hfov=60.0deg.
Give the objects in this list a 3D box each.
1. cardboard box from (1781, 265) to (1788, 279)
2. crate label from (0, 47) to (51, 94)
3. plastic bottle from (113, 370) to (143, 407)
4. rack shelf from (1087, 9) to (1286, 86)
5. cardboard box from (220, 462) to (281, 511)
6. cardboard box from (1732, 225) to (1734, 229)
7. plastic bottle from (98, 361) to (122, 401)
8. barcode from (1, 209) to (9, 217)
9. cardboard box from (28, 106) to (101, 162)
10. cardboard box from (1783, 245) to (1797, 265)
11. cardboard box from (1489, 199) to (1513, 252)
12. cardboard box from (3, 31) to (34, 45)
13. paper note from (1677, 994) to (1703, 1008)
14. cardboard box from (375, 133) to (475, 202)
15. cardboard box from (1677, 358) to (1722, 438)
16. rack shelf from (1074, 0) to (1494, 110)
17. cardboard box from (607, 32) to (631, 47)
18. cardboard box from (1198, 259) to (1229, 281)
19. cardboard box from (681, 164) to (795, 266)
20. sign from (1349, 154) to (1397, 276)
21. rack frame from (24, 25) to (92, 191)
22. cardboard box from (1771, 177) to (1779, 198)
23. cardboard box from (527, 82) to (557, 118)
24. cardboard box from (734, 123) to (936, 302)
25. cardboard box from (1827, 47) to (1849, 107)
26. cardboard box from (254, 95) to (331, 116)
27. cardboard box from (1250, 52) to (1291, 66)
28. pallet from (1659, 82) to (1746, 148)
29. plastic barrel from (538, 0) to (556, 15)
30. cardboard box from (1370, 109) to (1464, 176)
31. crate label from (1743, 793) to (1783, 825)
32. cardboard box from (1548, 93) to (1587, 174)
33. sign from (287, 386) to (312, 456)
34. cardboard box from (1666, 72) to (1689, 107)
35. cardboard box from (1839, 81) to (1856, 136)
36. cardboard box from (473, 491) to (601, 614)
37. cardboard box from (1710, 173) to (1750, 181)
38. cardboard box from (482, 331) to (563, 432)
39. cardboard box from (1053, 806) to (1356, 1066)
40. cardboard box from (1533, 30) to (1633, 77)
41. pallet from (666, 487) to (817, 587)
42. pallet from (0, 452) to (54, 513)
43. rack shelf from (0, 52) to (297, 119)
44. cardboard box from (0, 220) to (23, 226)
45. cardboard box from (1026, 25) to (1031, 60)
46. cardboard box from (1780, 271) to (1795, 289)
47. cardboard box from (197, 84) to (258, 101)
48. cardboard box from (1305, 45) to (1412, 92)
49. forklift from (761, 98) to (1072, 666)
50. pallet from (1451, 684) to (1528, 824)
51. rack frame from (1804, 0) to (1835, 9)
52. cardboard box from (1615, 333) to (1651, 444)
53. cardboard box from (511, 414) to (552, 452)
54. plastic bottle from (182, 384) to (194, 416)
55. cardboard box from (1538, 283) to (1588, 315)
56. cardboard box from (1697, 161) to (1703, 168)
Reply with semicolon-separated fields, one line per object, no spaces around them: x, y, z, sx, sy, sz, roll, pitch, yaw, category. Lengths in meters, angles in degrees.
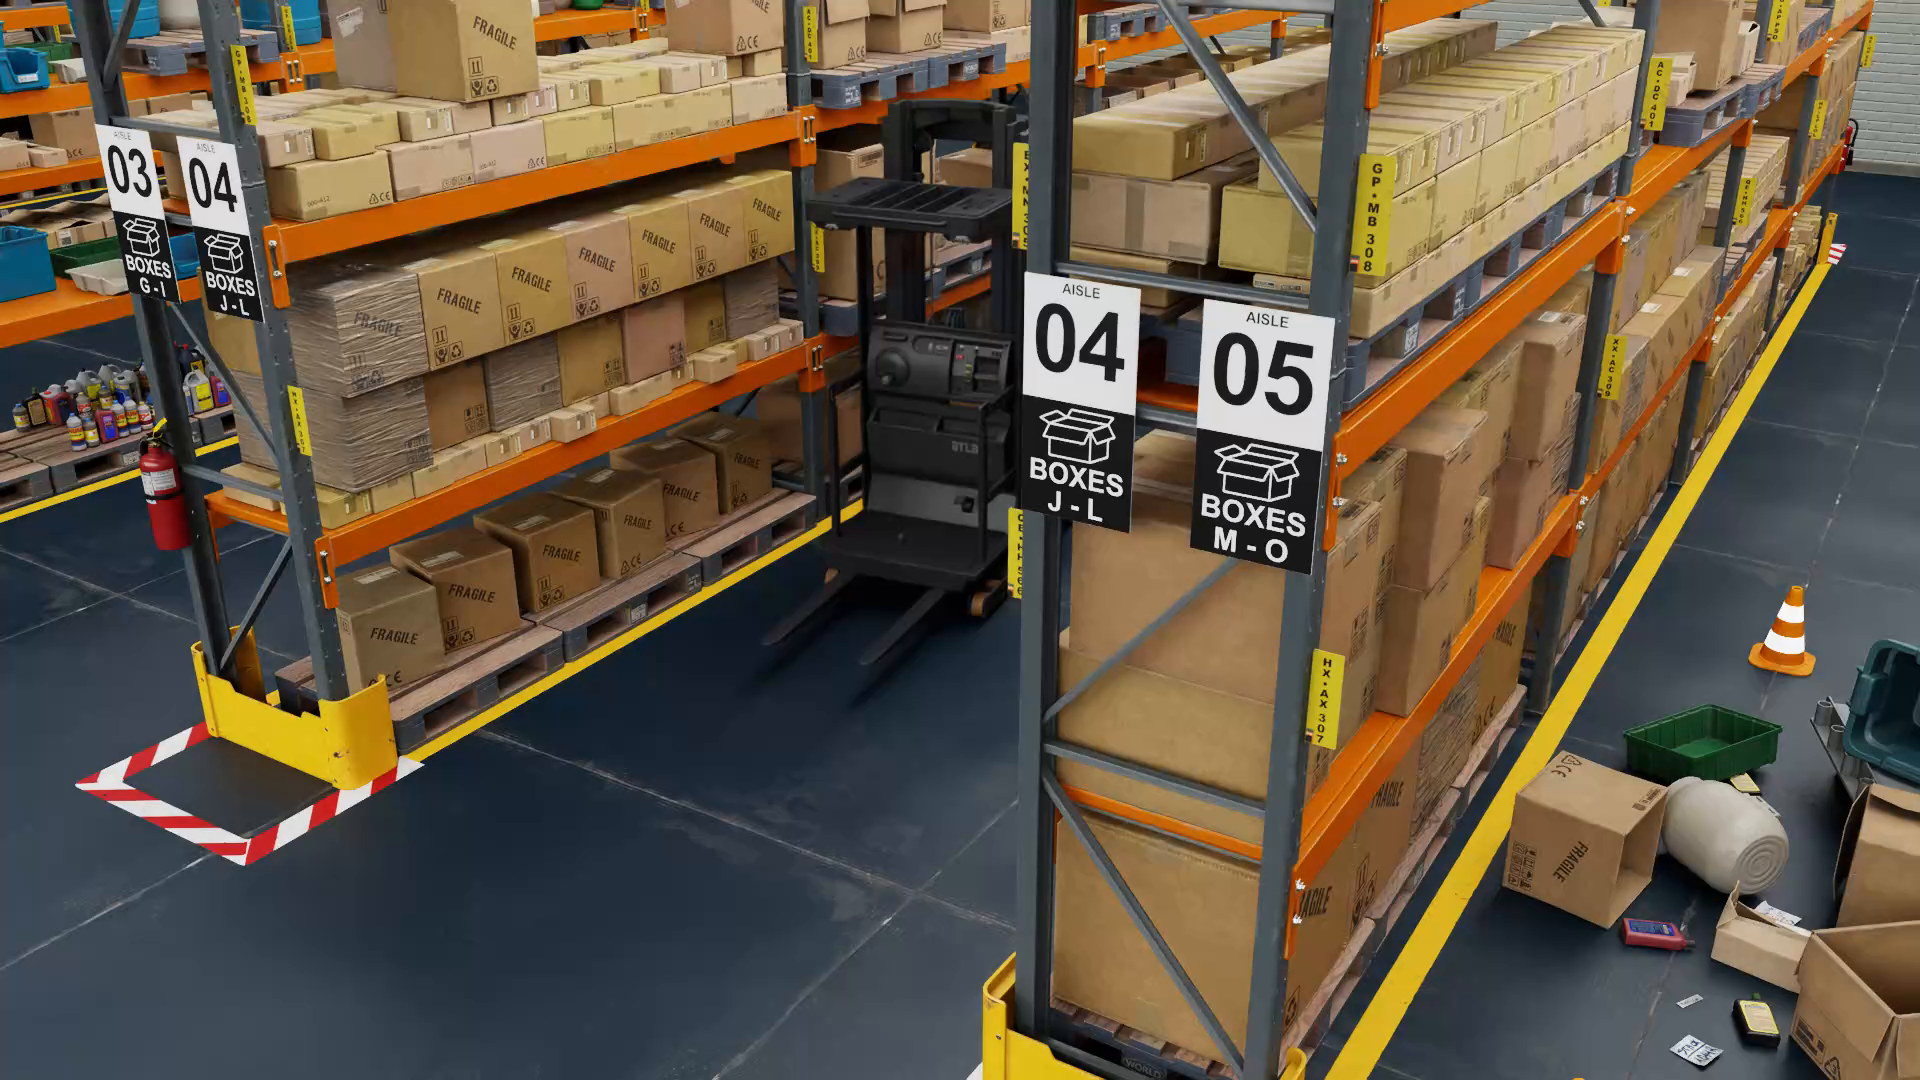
7.918;-2.690;16.373;0.380;0.149;0.250;15;28;31;cardboard box
-6.440;-3.173;11.216;0.502;0.251;0.408;14;27;29;crate label
-6.561;-1.189;13.096;0.152;0.276;0.135;14;27;29;plastic bottle
1.775;-4.686;15.429;1.077;0.370;4.000;14;27;29;rack shelf
-3.525;-0.289;8.457;0.380;0.149;0.250;14;27;29;cardboard box
5.585;-2.409;12.452;0.380;0.149;0.250;13;27;27;cardboard box
-6.700;-1.246;13.133;0.144;0.351;0.185;14;27;29;plastic bottle
-9.316;-3.186;16.218;0.001;0.075;0.075;14;27;29;barcode
-9.107;-4.171;16.984;0.500;0.500;0.500;16;28;33;cardboard box
7.957;-2.809;16.274;0.380;0.149;0.250;15;27;30;cardboard box
1.779;-1.165;6.052;0.380;0.149;0.250;14;27;29;cardboard box
-12.144;-6.166;21.037;0.700;0.500;0.500;11;26;23;cardboard box
3.008;1.899;6.850;0.123;0.001;0.032;-12;26;-26;paper note
-2.760;-1.856;8.175;0.500;0.250;0.500;13;27;28;cardboard box
5.470;-1.122;12.684;0.500;0.500;0.500;13;26;27;cardboard box
1.715;-2.105;6.195;1.077;0.370;4.000;14;27;29;rack shelf
-4.817;-6.726;22.886;0.500;0.500;0.500;14;27;30;cardboard box
0.681;-0.959;5.575;0.380;0.149;0.250;14;27;29;cardboard box
-1.394;-2.046;10.442;0.500;0.500;0.500;14;27;29;cardboard box
1.129;-0.887;4.547;0.100;0.325;0.005;14;27;29;sign
-11.905;-6.079;21.516;1.000;3.000;0.127;14;27;29;rack frame
6.812;-3.055;14.319;0.380;0.149;0.250;14;27;29;cardboard box
-2.351;-2.325;8.757;0.380;0.149;0.250;14;27;28;cardboard box
-0.852;-2.321;11.553;1.000;1.000;1.000;14;27;29;cardboard box
8.260;-4.498;16.106;0.500;0.500;0.500;13;27;27;cardboard box
-3.331;-2.093;8.220;0.380;0.149;0.250;13;26;27;cardboard box
3.300;-4.834;17.512;0.500;0.500;0.500;14;27;29;cardboard box
3.998;-2.574;9.883;1.003;0.211;1.213;15;28;31;pallet
-4.106;-5.377;15.489;0.600;0.901;0.600;0;23;0;plastic barrel
1.374;-1.273;5.298;0.380;0.149;0.250;13;27;28;cardboard box
3.779;1.334;7.996;0.298;0.136;0.250;-3;24;-7;crate label
2.196;-1.665;6.704;0.500;0.250;0.500;14;27;29;cardboard box
-3.039;-0.548;7.651;0.100;0.325;0.005;14;27;29;sign
3.730;-2.459;9.041;0.380;0.149;0.250;14;27;29;cardboard box
9.082;-4.568;17.526;0.500;0.500;0.500;14;27;30;cardboard box
-2.524;0.066;9.939;0.500;0.500;0.500;17;29;34;cardboard box
5.842;-2.711;12.775;0.380;0.149;0.250;15;28;31;cardboard box
-2.725;-0.980;9.239;0.875;0.500;0.500;14;27;29;cardboard box
0.962;1.349;6.505;0.875;0.875;0.875;14;27;29;cardboard box
2.715;-2.131;7.280;0.380;0.149;0.250;14;27;29;cardboard box
-1.715;-0.101;11.217;1.003;0.211;1.213;14;27;29;pallet
-7.275;-0.331;11.750;1.003;0.211;1.213;14;27;29;pallet
-6.653;-3.024;11.589;1.077;0.370;4.000;14;27;29;rack shelf
-9.834;-3.077;16.808;0.500;0.311;0.500;14;27;29;cardboard box
0.427;-3.890;12.873;0.500;0.250;0.500;14;27;29;cardboard box
8.105;-2.627;16.604;0.380;0.149;0.250;13;27;28;cardboard box
-10.494;-6.088;23.714;0.750;0.750;0.750;15;27;31;cardboard box
1.619;-1.925;6.804;0.380;0.149;0.250;14;27;29;cardboard box
-0.215;-1.060;10.010;1.130;2.935;3.031;10;25;21;forklift
2.303;0.979;8.723;1.003;0.211;1.213;14;27;29;pallet
6.990;-5.994;13.769;1.000;3.000;0.127;14;27;29;rack frame
3.542;-0.879;9.378;0.500;0.500;0.500;14;27;29;cardboard box
-2.494;-0.619;9.220;0.380;0.149;0.250;14;27;29;cardboard box
-6.054;-1.099;12.887;0.152;0.276;0.135;14;27;30;plastic bottle
2.546;-0.988;8.209;0.875;0.550;0.550;14;27;29;cardboard box
6.392;-3.418;14.784;0.380;0.149;0.250;14;27;30;cardboard box
